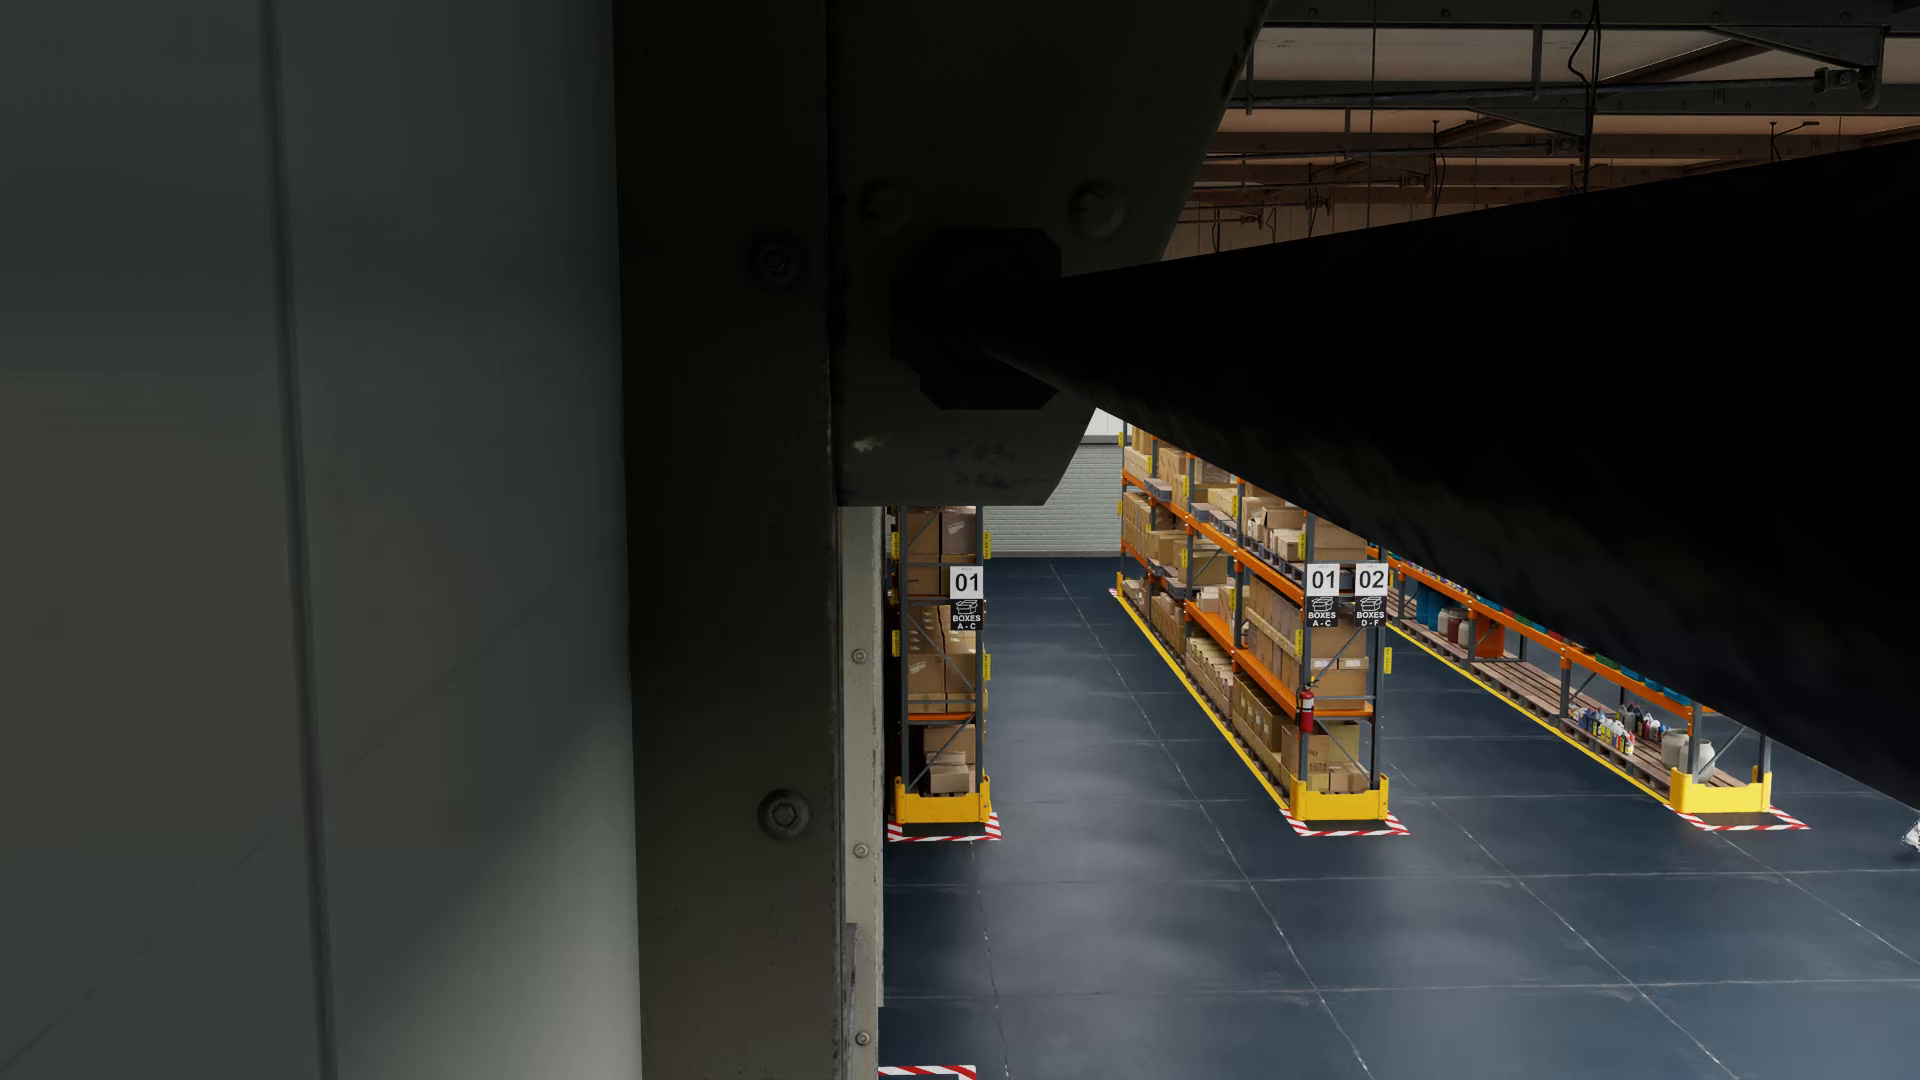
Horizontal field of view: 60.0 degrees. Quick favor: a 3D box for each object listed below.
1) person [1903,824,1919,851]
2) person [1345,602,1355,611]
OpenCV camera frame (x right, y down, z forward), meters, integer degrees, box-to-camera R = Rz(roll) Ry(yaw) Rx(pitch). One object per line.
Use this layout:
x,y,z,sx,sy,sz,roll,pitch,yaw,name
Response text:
11.366,2.882,18.883,1.052,1.731,0.707,4,9,24,person
6.278,1.753,27.153,0.592,1.593,0.666,-2,8,-14,person
